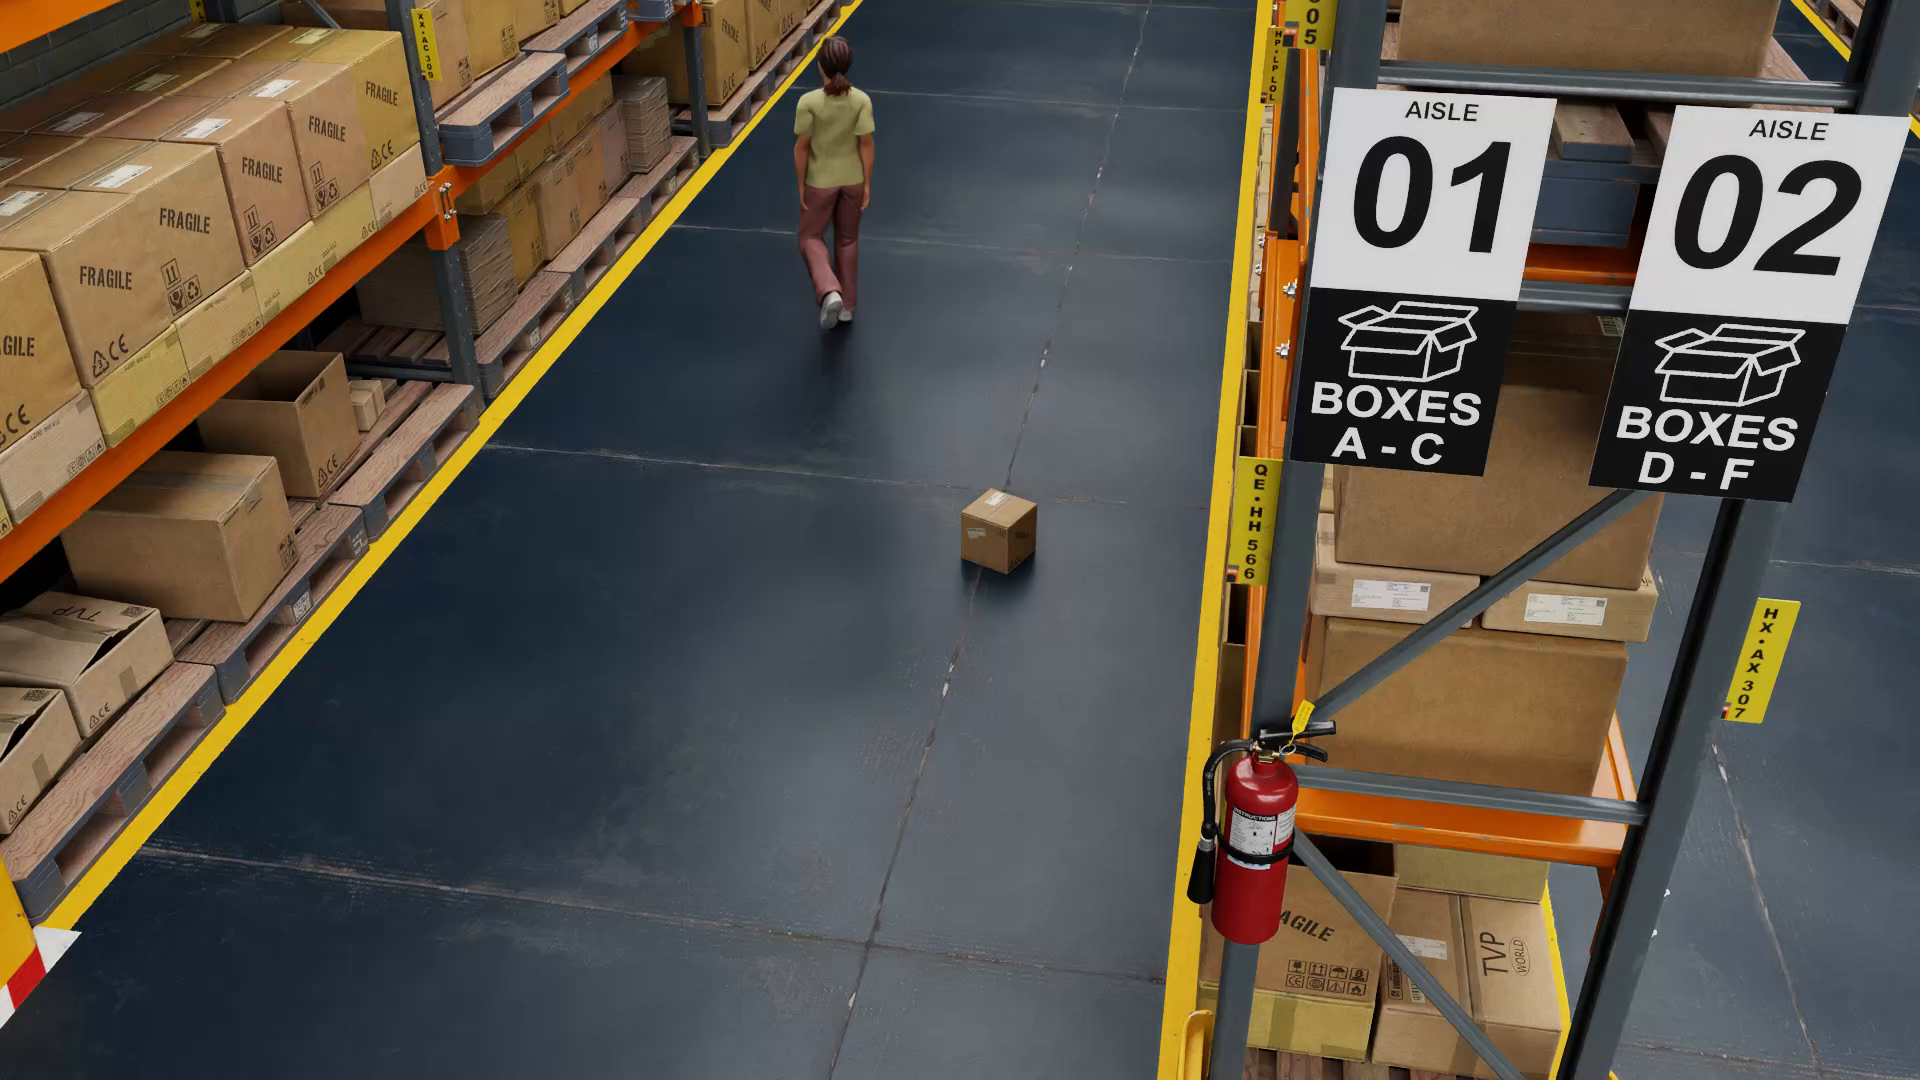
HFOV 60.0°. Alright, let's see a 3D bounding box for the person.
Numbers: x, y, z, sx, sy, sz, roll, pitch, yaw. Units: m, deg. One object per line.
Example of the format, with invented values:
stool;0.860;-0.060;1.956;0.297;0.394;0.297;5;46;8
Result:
person;-0.682;-1.940;9.154;0.443;1.652;0.660;-8;33;-12
